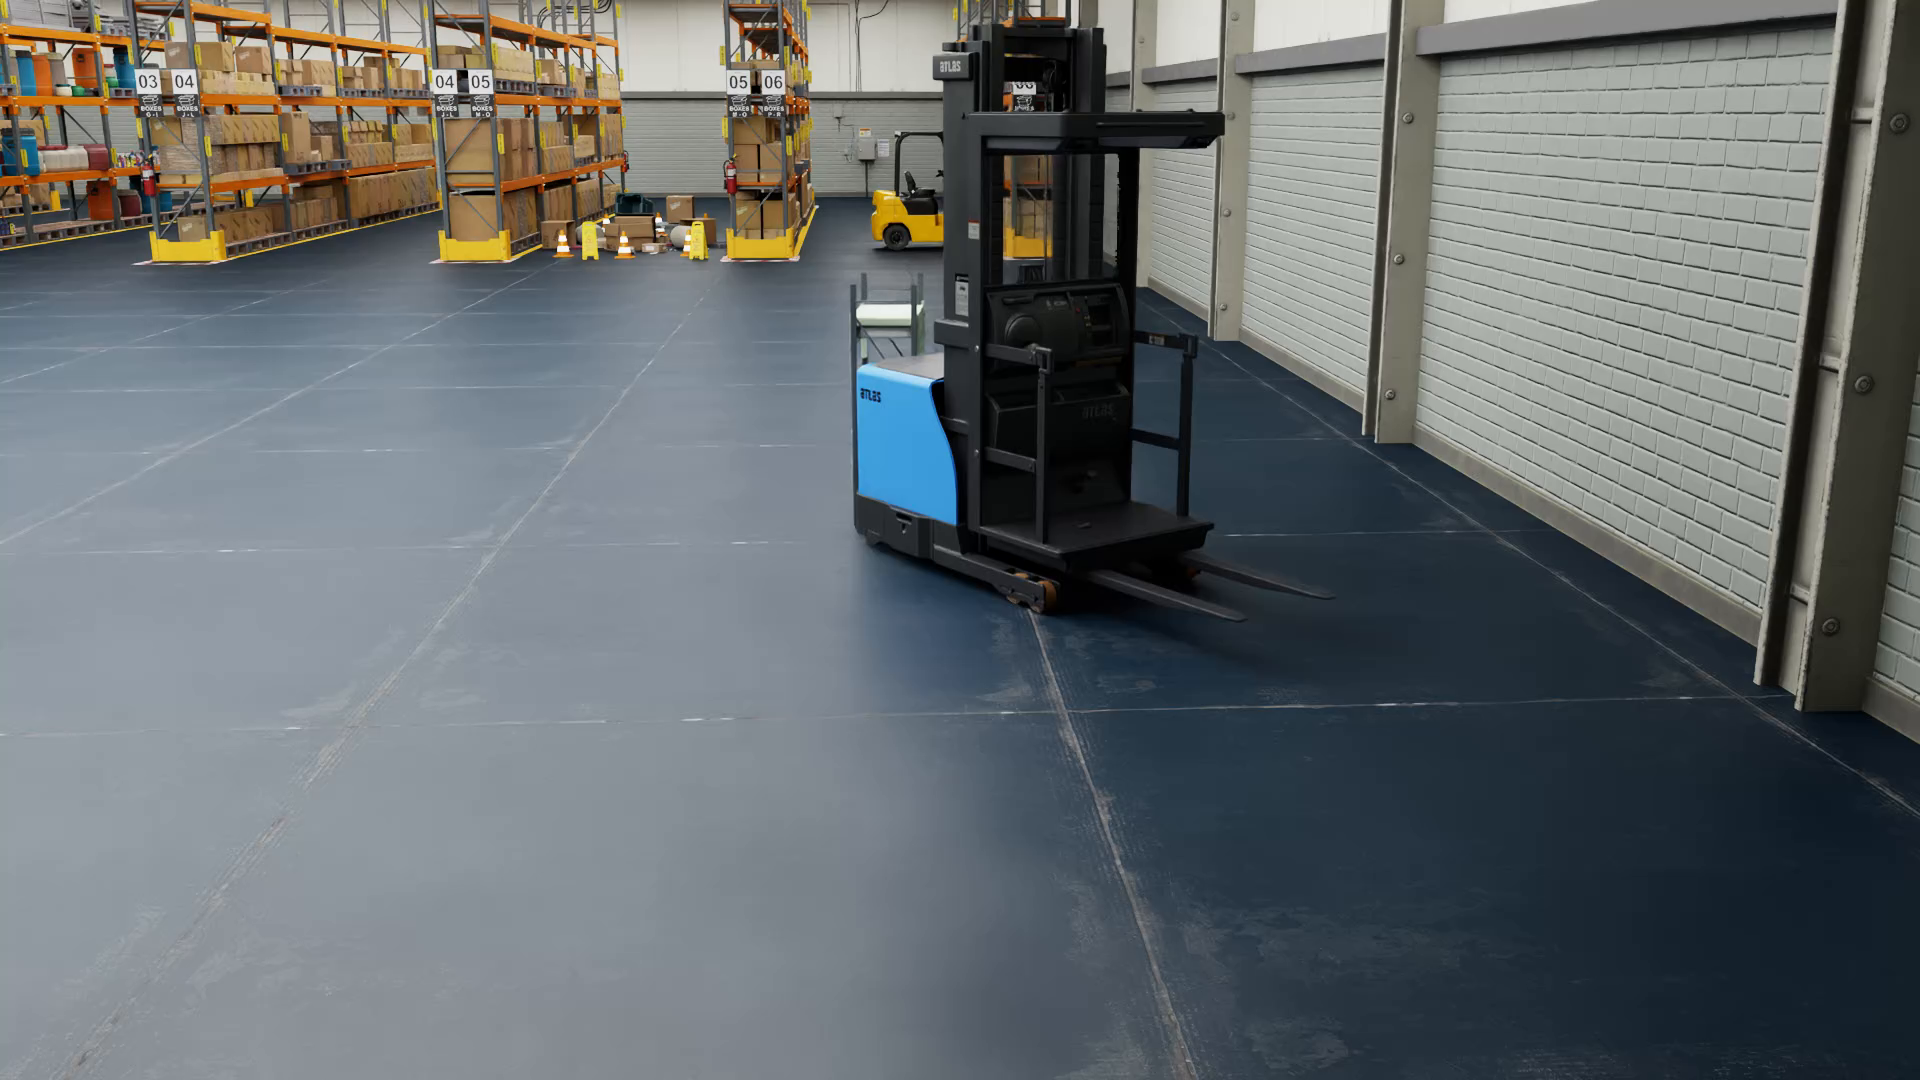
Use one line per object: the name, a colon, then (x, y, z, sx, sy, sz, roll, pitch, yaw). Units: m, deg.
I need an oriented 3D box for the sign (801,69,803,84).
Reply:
sign: (-3.491, -10.171, 36.479, 0.100, 0.325, 0.005, -1, 14, -3)

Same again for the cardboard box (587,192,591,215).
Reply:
cardboard box: (-8.827, -7.783, 38.431, 0.500, 0.500, 0.500, -1, 14, -5)

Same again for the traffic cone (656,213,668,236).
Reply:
traffic cone: (-6.275, -6.580, 34.671, 0.336, 0.463, 0.334, -1, 14, -3)

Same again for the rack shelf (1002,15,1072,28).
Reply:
rack shelf: (1.293, -9.408, 30.780, 1.077, 0.370, 4.000, -1, 14, -3)

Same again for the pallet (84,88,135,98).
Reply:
pallet: (-18.817, -9.783, 36.389, 1.003, 0.211, 1.213, -1, 14, -3)

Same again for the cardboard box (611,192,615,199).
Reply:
cardboard box: (-9.024, -8.798, 42.482, 0.380, 0.149, 0.250, -1, 14, -3)

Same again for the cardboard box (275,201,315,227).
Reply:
cardboard box: (-13.738, -6.726, 34.280, 0.700, 0.500, 0.500, -2, 15, -8)

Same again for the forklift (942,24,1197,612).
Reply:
forklift: (0.656, -1.182, 8.740, 1.121, 2.935, 3.031, -10, 18, -35)

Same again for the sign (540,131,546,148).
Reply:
sign: (-8.165, -7.830, 32.542, 0.100, 0.325, 0.005, -1, 14, -3)

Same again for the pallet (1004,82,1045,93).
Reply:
pallet: (1.320, -8.438, 30.959, 1.003, 0.211, 1.213, -1, 14, -3)

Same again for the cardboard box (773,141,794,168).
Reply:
cardboard box: (-3.471, -7.423, 32.058, 0.500, 0.500, 0.500, 0, 14, -2)

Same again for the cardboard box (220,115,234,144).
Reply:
cardboard box: (-13.214, -7.259, 29.416, 0.500, 0.500, 0.500, -1, 14, -3)

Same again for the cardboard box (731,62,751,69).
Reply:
cardboard box: (-3.853, -8.267, 29.021, 0.380, 0.149, 0.250, -1, 14, -3)

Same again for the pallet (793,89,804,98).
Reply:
pallet: (-4.126, -9.980, 37.155, 1.213, 0.211, 1.003, 0, 14, -1)

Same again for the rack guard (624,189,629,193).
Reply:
rack guard: (-9.458, -9.118, 44.462, 1.175, 0.500, 0.348, -1, 14, -3)

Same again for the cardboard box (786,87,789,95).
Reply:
cardboard box: (-3.318, -8.210, 30.400, 0.380, 0.149, 0.250, -1, 14, -3)

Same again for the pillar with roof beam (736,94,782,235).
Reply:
pillar with roof beam: (-15.665, -7.840, 22.050, 25.976, 8.808, 11.600, -1, 14, -3)

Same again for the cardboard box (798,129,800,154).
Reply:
cardboard box: (-3.576, -8.230, 34.351, 0.500, 0.500, 0.500, -1, 14, -4)

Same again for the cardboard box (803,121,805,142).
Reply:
cardboard box: (-3.963, -9.751, 39.699, 0.500, 0.500, 0.500, -1, 14, -2)

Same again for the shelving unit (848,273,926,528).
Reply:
shelving unit: (-0.446, -0.893, 10.487, 0.431, 1.500, 0.755, 0, 14, 2)

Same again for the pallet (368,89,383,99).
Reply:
pallet: (-14.066, -10.434, 38.925, 0.805, 0.209, 1.217, -1, 15, -6)

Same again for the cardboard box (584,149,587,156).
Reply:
cardboard box: (-8.909, -9.015, 38.706, 0.380, 0.149, 0.250, 0, 14, -1)

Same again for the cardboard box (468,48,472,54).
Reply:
cardboard box: (-8.893, -8.668, 29.538, 0.380, 0.149, 0.250, -1, 14, -3)

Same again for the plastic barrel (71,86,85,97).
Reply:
plastic barrel: (-18.801, -9.547, 35.404, 0.294, 0.245, 0.294, 0, 14, 0)

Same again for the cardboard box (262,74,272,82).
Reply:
cardboard box: (-13.367, -8.809, 31.724, 0.380, 0.149, 0.250, 0, 14, -2)

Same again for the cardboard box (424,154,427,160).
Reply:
cardboard box: (-14.022, -9.902, 42.995, 0.380, 0.149, 0.250, -1, 14, -2)

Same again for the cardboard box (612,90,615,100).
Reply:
cardboard box: (-9.114, -11.368, 42.472, 0.500, 0.250, 0.500, 0, 14, -1)

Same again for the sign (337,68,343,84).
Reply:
sign: (-13.382, -10.018, 35.884, 0.100, 0.325, 0.005, -1, 14, -3)

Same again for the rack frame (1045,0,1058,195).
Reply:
rack frame: (-2.395, -11.066, 34.976, 9.100, 9.000, 0.400, -1, 14, -3)

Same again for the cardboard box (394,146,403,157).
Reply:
cardboard box: (-13.939, -9.494, 40.609, 0.500, 0.250, 0.500, -1, 14, -4)

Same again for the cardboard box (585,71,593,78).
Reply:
cardboard box: (-18.861, -8.651, 36.290, 20.769, 3.229, 7.465, -1, 14, -4)

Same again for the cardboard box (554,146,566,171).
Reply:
cardboard box: (-8.611, -8.050, 35.094, 0.500, 0.500, 0.500, -1, 14, -4)

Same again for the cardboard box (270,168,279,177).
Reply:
cardboard box: (-13.363, -7.079, 32.024, 0.380, 0.149, 0.250, -1, 14, -3)

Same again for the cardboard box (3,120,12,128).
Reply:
cardboard box: (-23.904, -10.188, 41.397, 0.500, 0.500, 0.500, 0, 14, -2)

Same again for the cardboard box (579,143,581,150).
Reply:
cardboard box: (-8.866, -8.966, 37.917, 0.380, 0.149, 0.250, -1, 14, -3)

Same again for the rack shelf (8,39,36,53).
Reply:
rack shelf: (-24.183, -12.202, 40.843, 1.077, 0.370, 4.000, -1, 14, -3)

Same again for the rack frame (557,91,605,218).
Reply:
rack frame: (-9.215, -9.353, 40.358, 1.000, 3.000, 0.127, -1, 14, -3)

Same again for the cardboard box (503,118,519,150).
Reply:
cardboard box: (-8.481, -7.334, 30.042, 0.875, 0.550, 0.550, -1, 14, -3)

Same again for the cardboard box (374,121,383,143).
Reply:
cardboard box: (-14.124, -9.677, 39.404, 0.797, 0.503, 0.637, -1, 14, -5)

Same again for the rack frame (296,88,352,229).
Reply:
rack frame: (-13.924, -8.307, 36.292, 1.000, 3.000, 0.127, -1, 14, -3)

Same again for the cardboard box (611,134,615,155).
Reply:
cardboard box: (-9.090, -10.054, 42.286, 0.500, 0.500, 0.500, 0, 14, -1)

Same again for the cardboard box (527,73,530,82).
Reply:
cardboard box: (-8.344, -8.734, 31.392, 0.380, 0.149, 0.250, -1, 14, -3)

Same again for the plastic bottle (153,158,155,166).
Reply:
plastic bottle: (-18.671, -8.758, 38.443, 0.097, 0.201, 0.097, 0, 14, 0)

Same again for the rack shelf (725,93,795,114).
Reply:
rack shelf: (-3.661, -8.072, 30.802, 1.077, 0.370, 4.000, -1, 14, -3)

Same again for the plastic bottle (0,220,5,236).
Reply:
plastic bottle: (-18.280, -5.962, 31.613, 0.144, 0.351, 0.185, -2, 15, -6)

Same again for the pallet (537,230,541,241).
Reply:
pallet: (-8.842, -6.204, 33.714, 1.003, 0.211, 1.213, -1, 14, -3)

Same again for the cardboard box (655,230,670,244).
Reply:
cardboard box: (-5.877, -5.905, 32.444, 0.258, 0.266, 0.396, -13, 20, -42)

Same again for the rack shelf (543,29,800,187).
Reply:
rack shelf: (-6.376, -8.919, 34.496, 6.027, 3.170, 4.101, -1, 14, -3)

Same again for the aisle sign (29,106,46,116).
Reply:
aisle sign: (-24.005, -11.425, 43.194, 0.394, 0.787, 0.004, -1, 14, -3)

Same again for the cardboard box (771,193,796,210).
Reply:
cardboard box: (-3.481, -6.557, 32.661, 0.500, 0.500, 0.500, -1, 14, -4)
